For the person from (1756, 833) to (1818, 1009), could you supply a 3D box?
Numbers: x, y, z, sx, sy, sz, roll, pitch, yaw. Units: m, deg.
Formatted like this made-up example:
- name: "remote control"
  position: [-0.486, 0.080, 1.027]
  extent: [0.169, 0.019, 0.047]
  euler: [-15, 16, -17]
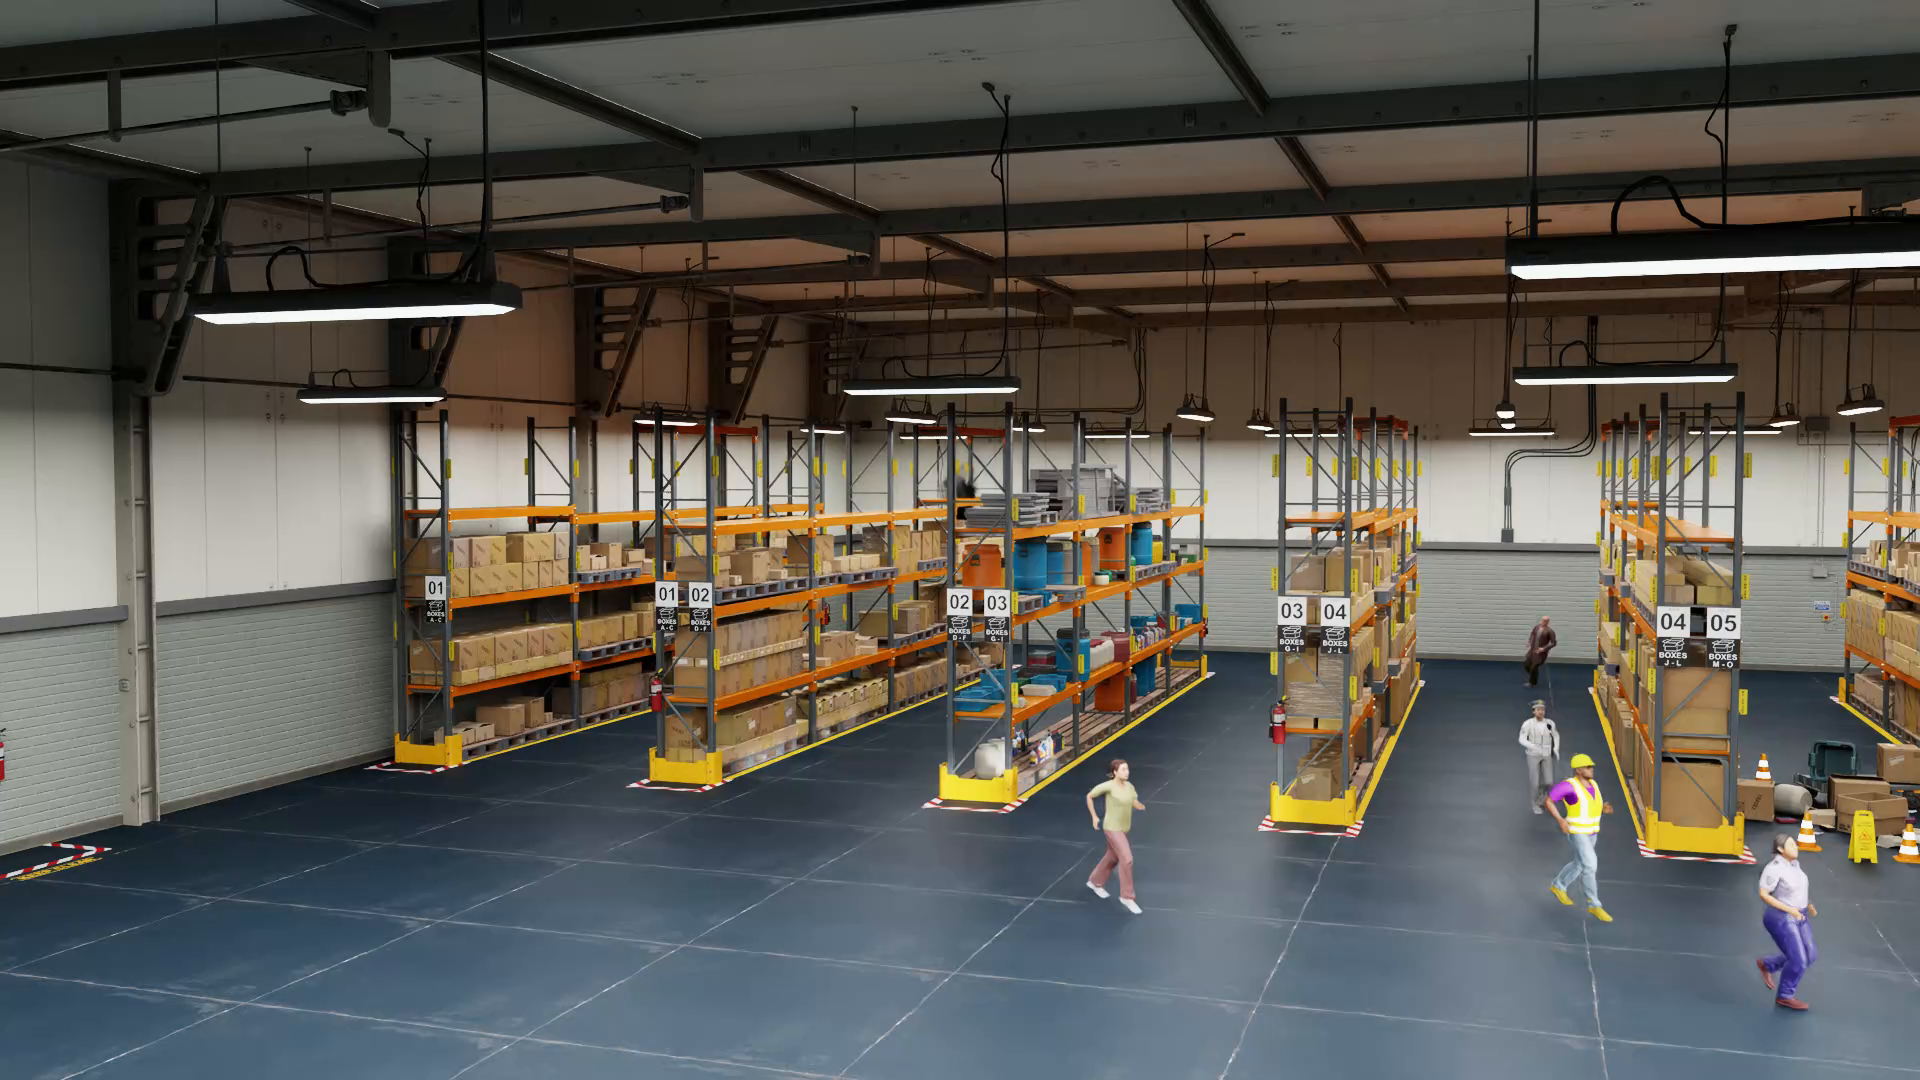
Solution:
- name: "person"
  position: [7.686, 3.535, 15.531]
  extent: [0.605, 1.594, 0.579]
  euler: [-2, 3, -38]

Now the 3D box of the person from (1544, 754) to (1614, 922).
- name: "person"
  position: [6.986, 3.290, 18.642]
  extent: [0.685, 1.782, 0.851]
  euler: [-2, 3, -37]

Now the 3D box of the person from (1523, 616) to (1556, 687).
- name: "person"
  position: [13.216, 2.541, 37.849]
  extent: [0.774, 1.673, 0.771]
  euler: [2, 3, 37]

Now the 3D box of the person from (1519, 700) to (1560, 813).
- name: "person"
  position: [8.419, 3.141, 24.100]
  extent: [0.604, 1.659, 0.538]
  euler: [0, 2, 8]

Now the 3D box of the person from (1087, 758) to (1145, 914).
- name: "person"
  position: [1.768, 3.338, 18.990]
  extent: [0.843, 1.715, 0.547]
  euler: [2, 3, 43]
